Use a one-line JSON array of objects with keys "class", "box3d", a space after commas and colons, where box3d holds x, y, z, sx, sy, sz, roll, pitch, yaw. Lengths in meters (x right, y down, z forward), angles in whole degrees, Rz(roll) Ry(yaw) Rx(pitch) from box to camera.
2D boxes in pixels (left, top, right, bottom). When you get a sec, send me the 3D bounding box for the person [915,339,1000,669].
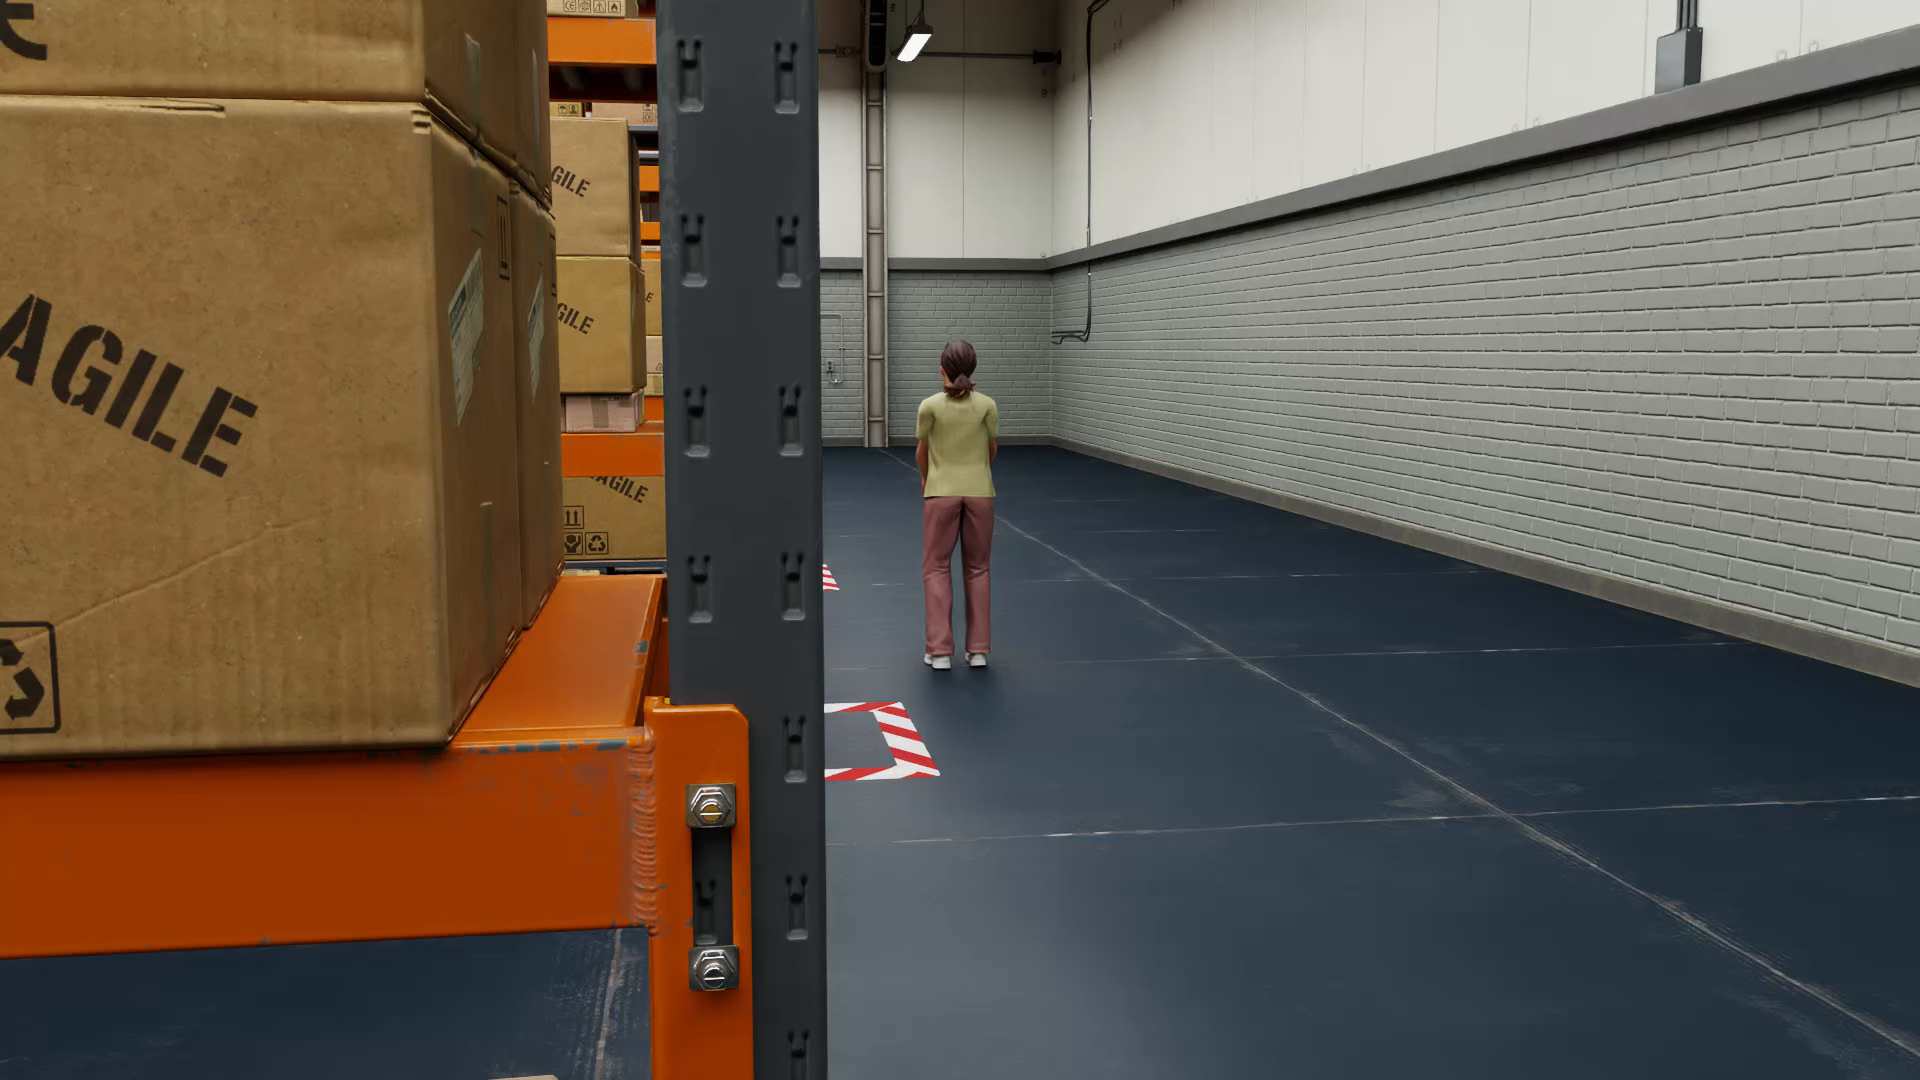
[{"class": "person", "box3d": [-0.021, -0.186, 8.467, 0.428, 1.662, 0.552, -1, 7, -9]}]
